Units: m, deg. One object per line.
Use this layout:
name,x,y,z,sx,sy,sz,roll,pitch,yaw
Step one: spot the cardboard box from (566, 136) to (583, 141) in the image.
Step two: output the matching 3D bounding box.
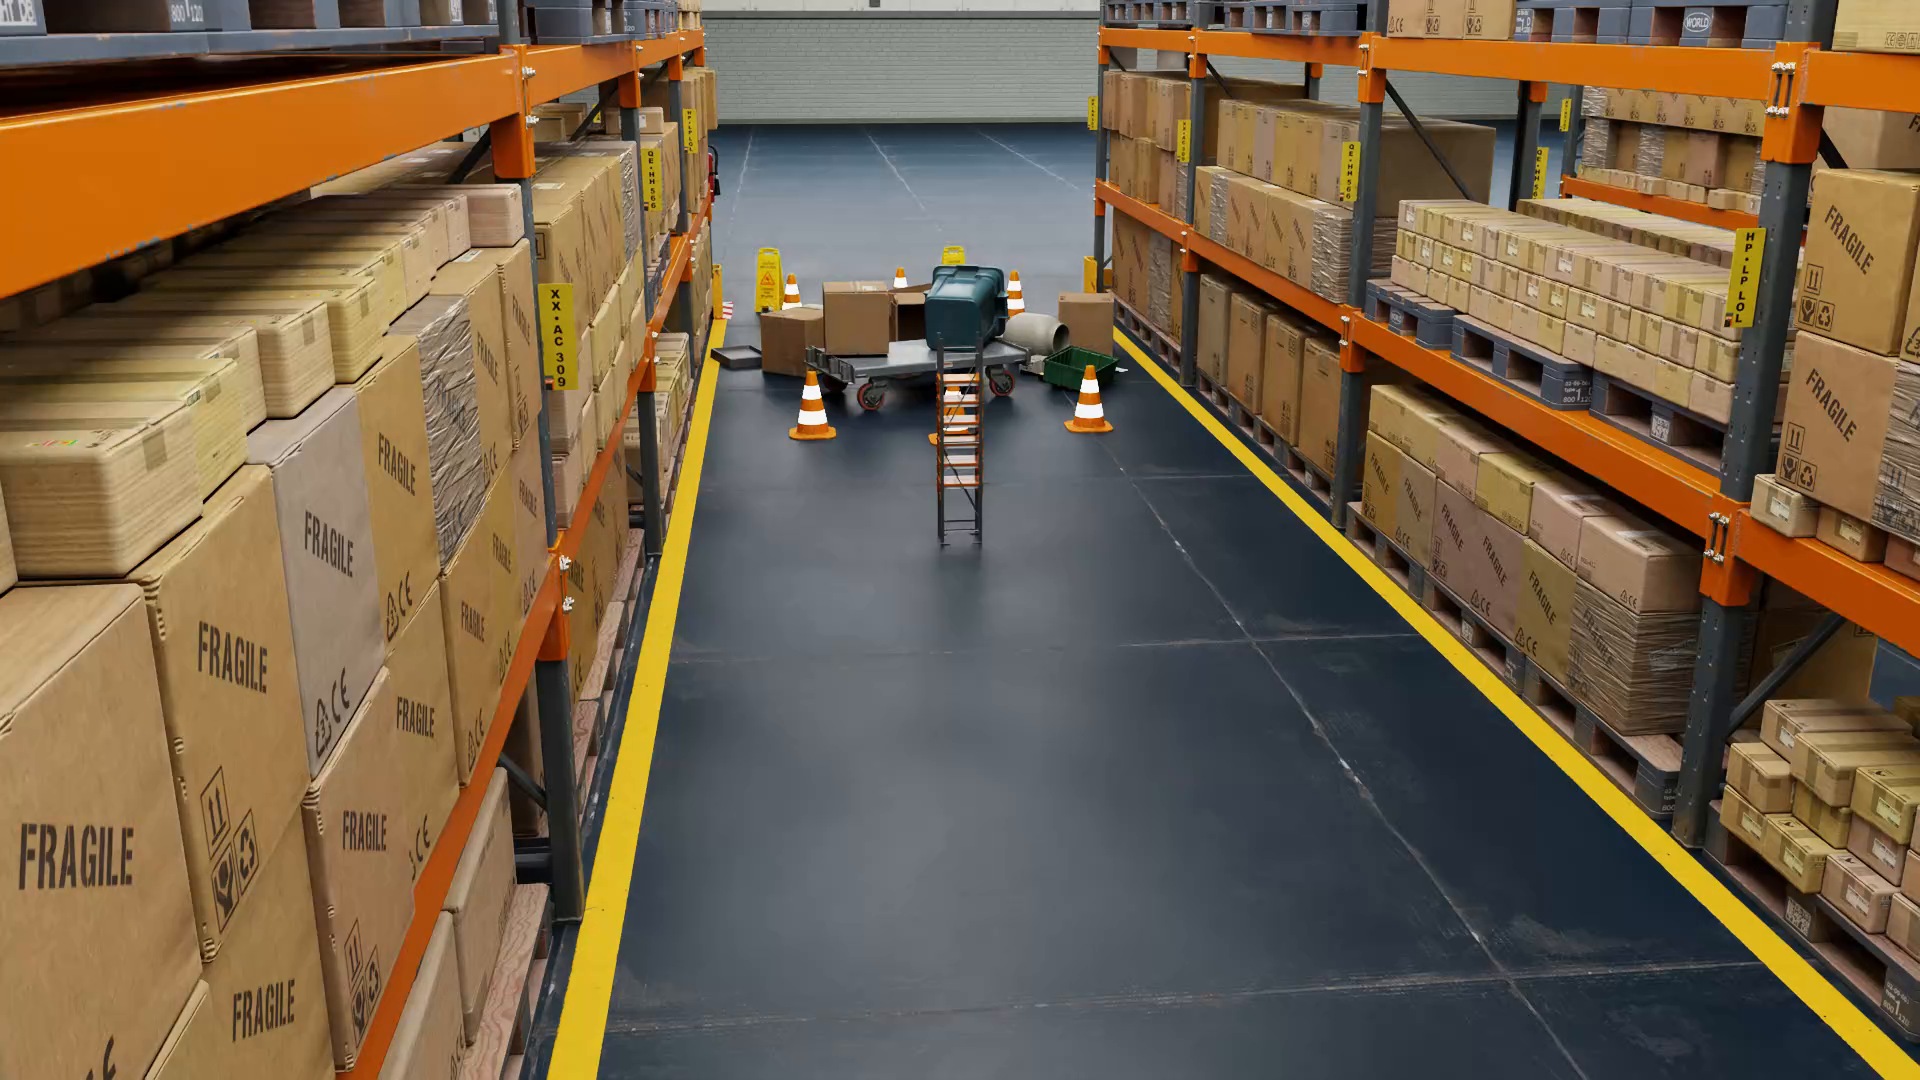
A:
cardboard box,-2.680,-2.322,10.702,0.500,0.500,0.500,-2,18,-8

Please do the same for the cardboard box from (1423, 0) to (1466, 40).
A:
cardboard box,2.582,-2.674,8.011,0.500,0.500,0.500,-2,18,-6

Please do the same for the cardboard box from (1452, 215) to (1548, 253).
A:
cardboard box,2.662,-1.510,8.205,0.380,0.149,0.250,-3,18,-8

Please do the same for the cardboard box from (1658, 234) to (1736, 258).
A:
cardboard box,3.393,-1.291,7.508,0.380,0.149,0.250,-1,17,-4

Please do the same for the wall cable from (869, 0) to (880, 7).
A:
wall cable,-1.409,-17.963,46.191,2.305,6.003,0.169,-2,18,-6

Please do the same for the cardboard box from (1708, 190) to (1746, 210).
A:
cardboard box,6.827,-2.994,14.625,0.380,0.149,0.250,-2,18,-6

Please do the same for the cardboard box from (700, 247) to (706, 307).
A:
cardboard box,-2.508,-2.275,14.552,0.500,0.500,0.500,-1,17,-3

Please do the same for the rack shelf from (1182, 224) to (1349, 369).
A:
rack shelf,2.523,-1.775,11.523,1.077,0.370,4.000,-2,18,-6

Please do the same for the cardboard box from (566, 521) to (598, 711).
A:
cardboard box,-2.016,0.215,6.830,0.875,0.875,0.875,-1,17,-4

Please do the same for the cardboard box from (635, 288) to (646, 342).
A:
cardboard box,-1.874,-1.125,8.502,0.500,0.250,0.500,-2,18,-8

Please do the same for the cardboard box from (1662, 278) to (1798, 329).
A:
cardboard box,2.878,-0.888,6.223,0.380,0.149,0.250,-2,18,-7

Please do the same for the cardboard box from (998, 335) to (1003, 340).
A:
cardboard box,0.307,-1.864,15.172,0.396,0.266,0.258,1,17,4

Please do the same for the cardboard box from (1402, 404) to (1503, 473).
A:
cardboard box,2.612,-0.523,8.557,0.500,0.250,0.500,-2,18,-6

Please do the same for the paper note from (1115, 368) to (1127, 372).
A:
paper note,1.346,-1.470,14.306,0.142,0.020,0.147,16,24,42

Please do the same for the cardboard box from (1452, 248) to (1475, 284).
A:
cardboard box,2.666,-1.359,8.219,0.380,0.149,0.250,-2,18,-5

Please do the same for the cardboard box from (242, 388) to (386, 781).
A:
cardboard box,-1.246,0.061,2.638,0.500,0.500,0.500,-2,18,-6

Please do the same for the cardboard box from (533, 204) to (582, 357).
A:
cardboard box,-1.531,-0.812,5.419,0.500,0.500,0.500,-2,17,-5

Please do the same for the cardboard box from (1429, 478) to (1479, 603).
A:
cardboard box,2.661,-0.009,8.169,0.500,0.500,0.500,-2,18,-7

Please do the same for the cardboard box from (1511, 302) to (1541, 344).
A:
cardboard box,2.739,-0.990,7.542,0.380,0.149,0.250,-2,18,-7

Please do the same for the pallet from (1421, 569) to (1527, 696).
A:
pallet,2.931,0.404,8.038,1.003,0.211,1.213,-2,18,-6

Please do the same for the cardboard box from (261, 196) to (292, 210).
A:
cardboard box,-1.955,-0.803,4.309,0.380,0.149,0.250,-2,17,-5

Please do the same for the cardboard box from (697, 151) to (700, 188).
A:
cardboard box,-2.551,-3.309,14.545,0.500,0.500,0.500,-2,17,-5

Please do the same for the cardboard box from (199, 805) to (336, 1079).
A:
cardboard box,-1.203,0.695,2.288,0.500,0.500,0.500,-2,18,-6

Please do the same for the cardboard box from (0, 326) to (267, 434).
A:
cardboard box,-1.255,-0.215,2.436,0.380,0.149,0.250,-2,18,-5

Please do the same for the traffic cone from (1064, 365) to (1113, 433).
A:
traffic cone,0.953,-1.057,12.272,0.336,0.463,0.334,-2,18,-6

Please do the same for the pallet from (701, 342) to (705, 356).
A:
pallet,-2.830,-1.763,14.942,1.003,0.211,1.213,-2,18,-6

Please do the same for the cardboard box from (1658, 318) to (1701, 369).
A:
cardboard box,2.876,-0.743,6.259,0.380,0.149,0.250,-2,18,-5

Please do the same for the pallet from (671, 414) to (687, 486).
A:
pallet,-2.386,-0.604,11.248,1.003,0.211,1.213,-2,18,-6

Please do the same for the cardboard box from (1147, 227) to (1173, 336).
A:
cardboard box,2.225,-2.358,15.027,0.875,0.875,0.875,-2,18,-5

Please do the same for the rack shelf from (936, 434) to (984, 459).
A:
rack shelf,-0.002,-0.534,9.524,0.258,0.103,0.180,-2,18,-6

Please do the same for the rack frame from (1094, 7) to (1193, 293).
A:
rack frame,1.904,-3.905,17.109,1.000,3.000,0.127,-2,18,-6

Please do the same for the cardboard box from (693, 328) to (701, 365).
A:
cardboard box,-2.389,-1.603,13.665,0.500,0.250,0.500,-3,18,-8

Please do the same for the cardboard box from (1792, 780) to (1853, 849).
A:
cardboard box,2.976,0.878,5.434,0.380,0.149,0.250,-2,18,-5

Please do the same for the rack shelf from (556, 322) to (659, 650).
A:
rack shelf,-1.978,-0.400,7.144,1.077,0.370,4.000,-2,18,-6

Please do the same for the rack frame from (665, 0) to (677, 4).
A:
rack frame,-2.597,-5.393,11.831,1.000,3.000,0.127,-2,18,-6

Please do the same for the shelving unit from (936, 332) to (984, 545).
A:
shelving unit,-0.002,-0.577,9.511,0.258,1.200,0.189,-2,18,-6

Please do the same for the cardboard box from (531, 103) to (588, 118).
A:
cardboard box,-2.900,-3.079,12.029,0.380,0.149,0.250,-2,18,-6

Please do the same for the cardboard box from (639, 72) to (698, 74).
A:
cardboard box,-2.626,-3.791,14.411,0.700,0.500,0.500,-2,18,-6

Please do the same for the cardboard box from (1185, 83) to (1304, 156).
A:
cardboard box,2.313,-3.411,13.482,0.875,0.550,0.550,-2,18,-6

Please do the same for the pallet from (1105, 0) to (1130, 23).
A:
pallet,1.991,-5.073,15.970,1.003,0.211,1.213,-2,18,-6

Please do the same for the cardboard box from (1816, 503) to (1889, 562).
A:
cardboard box,2.946,-0.041,5.220,0.380,0.149,0.250,-1,17,-4

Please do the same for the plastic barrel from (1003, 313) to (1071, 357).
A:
plastic barrel,0.674,-1.775,14.624,0.512,0.421,0.421,11,21,32

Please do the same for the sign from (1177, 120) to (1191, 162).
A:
sign,1.765,-3.147,13.115,0.100,0.325,0.005,-2,18,-6

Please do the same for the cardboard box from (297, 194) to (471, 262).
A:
cardboard box,-1.504,-0.817,4.354,0.380,0.149,0.250,-1,17,-4

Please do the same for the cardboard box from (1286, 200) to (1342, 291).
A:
cardboard box,2.366,-1.844,10.376,0.500,0.500,0.500,-2,18,-6

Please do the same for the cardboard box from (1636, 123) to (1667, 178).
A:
cardboard box,7.057,-3.758,15.975,0.875,0.500,0.500,-2,18,-6

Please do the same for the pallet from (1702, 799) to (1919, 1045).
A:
pallet,3.246,1.199,5.505,1.003,0.211,1.213,-2,18,-6

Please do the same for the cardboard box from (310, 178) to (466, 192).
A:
cardboard box,-2.161,-1.103,6.346,0.500,0.500,0.500,-1,17,-4

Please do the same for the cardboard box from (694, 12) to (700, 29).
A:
cardboard box,-2.636,-4.863,15.570,0.380,0.149,0.250,-2,18,-5

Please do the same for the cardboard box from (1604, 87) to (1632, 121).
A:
cardboard box,6.678,-4.374,16.268,0.500,0.500,0.500,-2,18,-6

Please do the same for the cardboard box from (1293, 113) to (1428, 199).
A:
cardboard box,2.584,-2.484,10.746,0.700,0.500,0.500,-2,18,-6

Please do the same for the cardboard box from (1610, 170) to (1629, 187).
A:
cardboard box,6.704,-3.592,16.532,0.380,0.149,0.250,-2,18,-6

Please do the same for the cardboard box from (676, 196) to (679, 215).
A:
cardboard box,-2.269,-2.466,12.243,0.380,0.149,0.250,-2,17,-5

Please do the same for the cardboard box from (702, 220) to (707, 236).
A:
cardboard box,-2.540,-2.865,15.350,0.380,0.149,0.250,-1,17,-5
